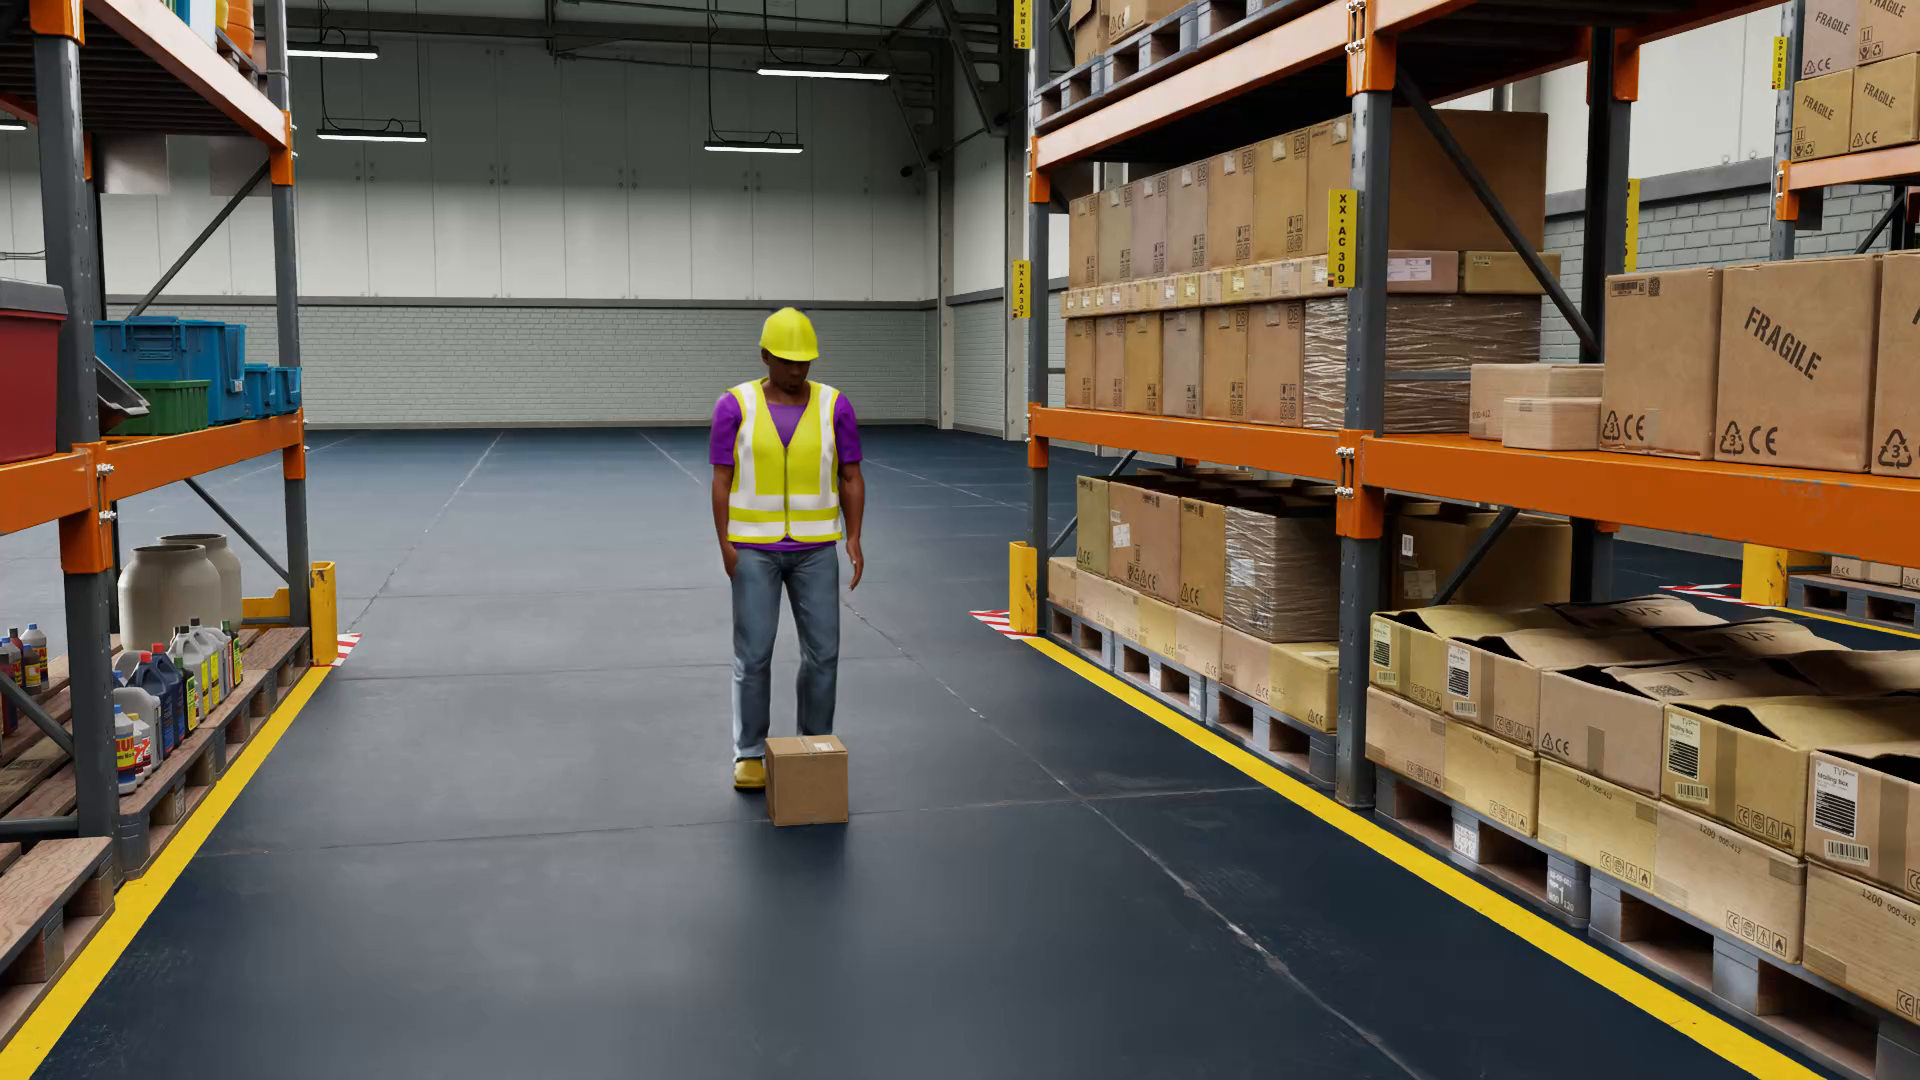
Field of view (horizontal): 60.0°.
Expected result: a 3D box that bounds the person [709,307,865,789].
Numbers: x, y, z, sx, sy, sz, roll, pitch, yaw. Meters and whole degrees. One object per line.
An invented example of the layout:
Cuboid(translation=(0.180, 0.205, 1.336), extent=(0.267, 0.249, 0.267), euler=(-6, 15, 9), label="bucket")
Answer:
Cuboid(translation=(-0.630, 0.031, 6.131), extent=(0.571, 1.759, 0.379), euler=(-1, 6, -13), label="person")
